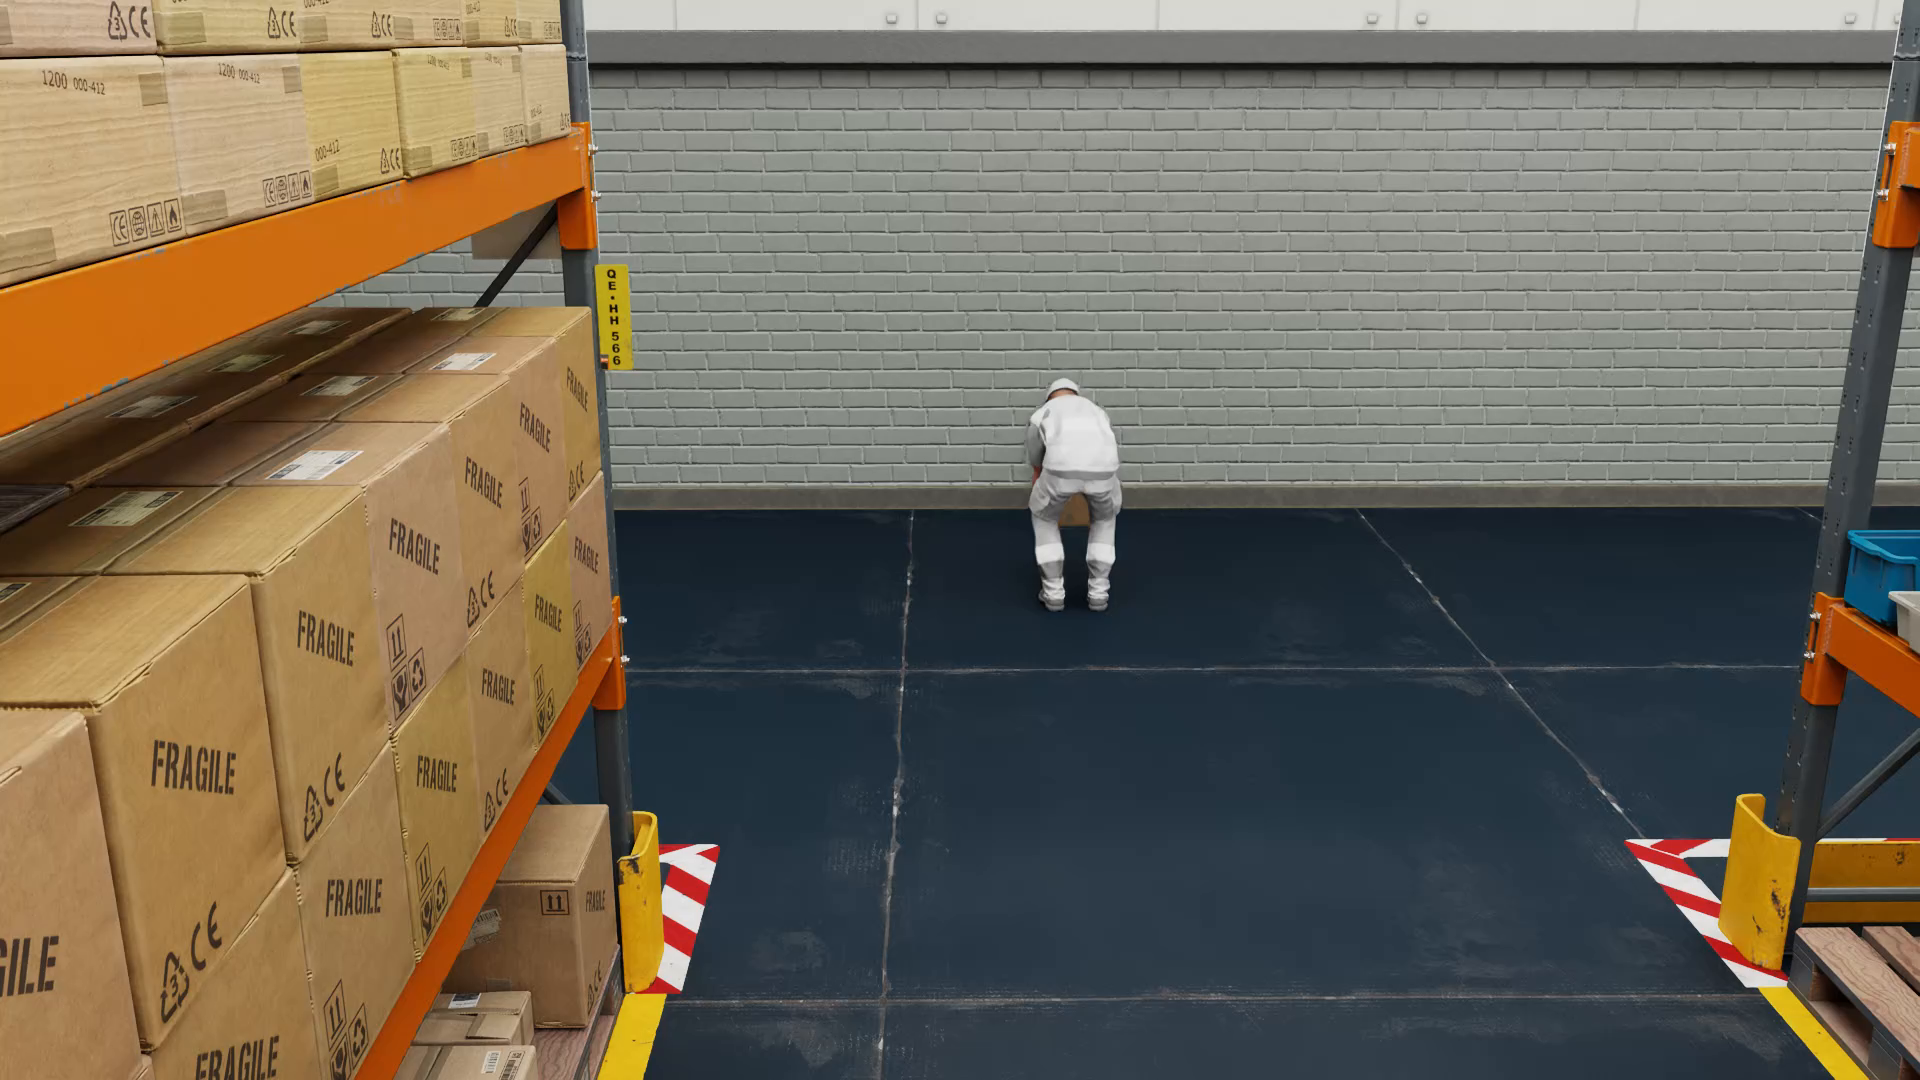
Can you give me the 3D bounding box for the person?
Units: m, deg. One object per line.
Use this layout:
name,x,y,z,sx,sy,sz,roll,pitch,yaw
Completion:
person,0.633,-0.260,9.391,0.517,1.182,0.943,-1,17,-3
